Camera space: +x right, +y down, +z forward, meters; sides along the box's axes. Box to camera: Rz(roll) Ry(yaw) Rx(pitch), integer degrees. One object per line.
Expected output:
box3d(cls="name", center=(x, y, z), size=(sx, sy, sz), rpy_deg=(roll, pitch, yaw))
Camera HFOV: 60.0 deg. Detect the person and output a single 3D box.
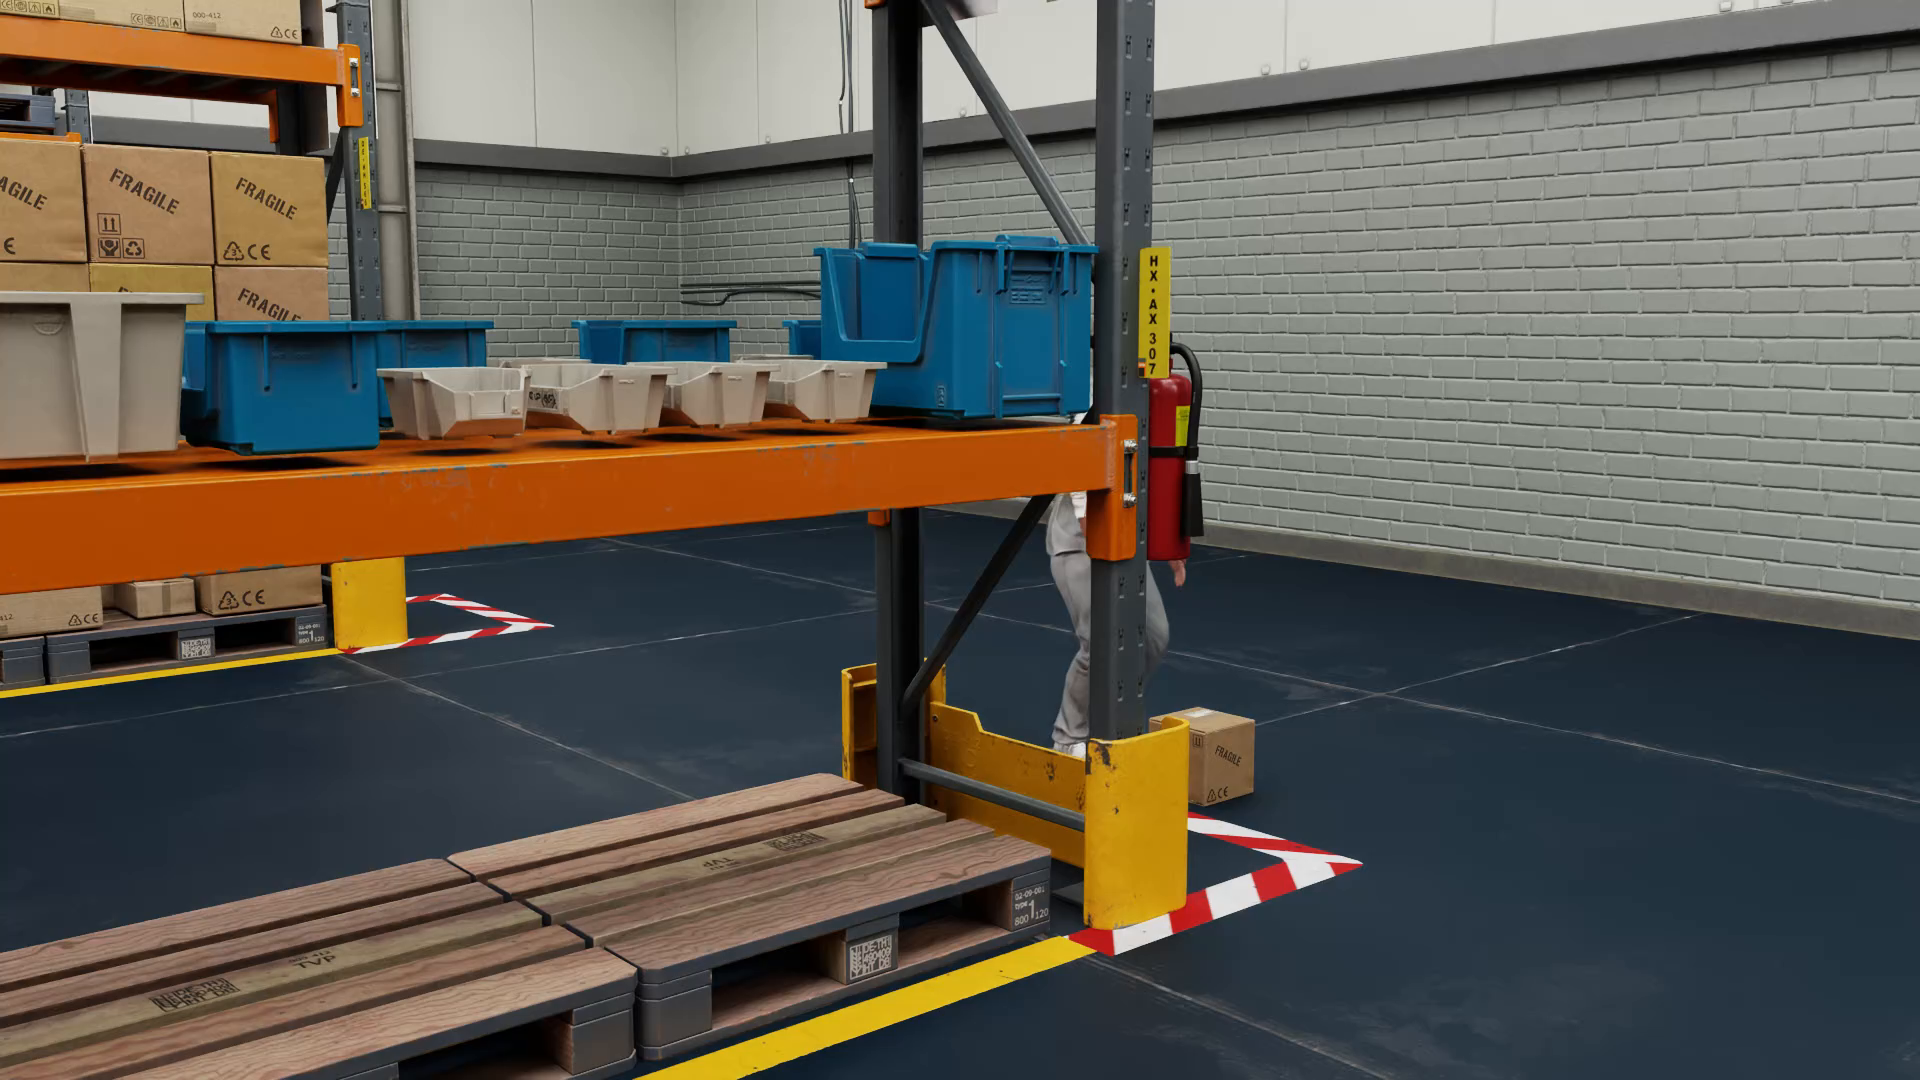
box3d(cls="person", center=(0.550, 0.064, 5.823), size=(0.427, 1.483, 0.447), rpy_deg=(-5, 9, -36))
